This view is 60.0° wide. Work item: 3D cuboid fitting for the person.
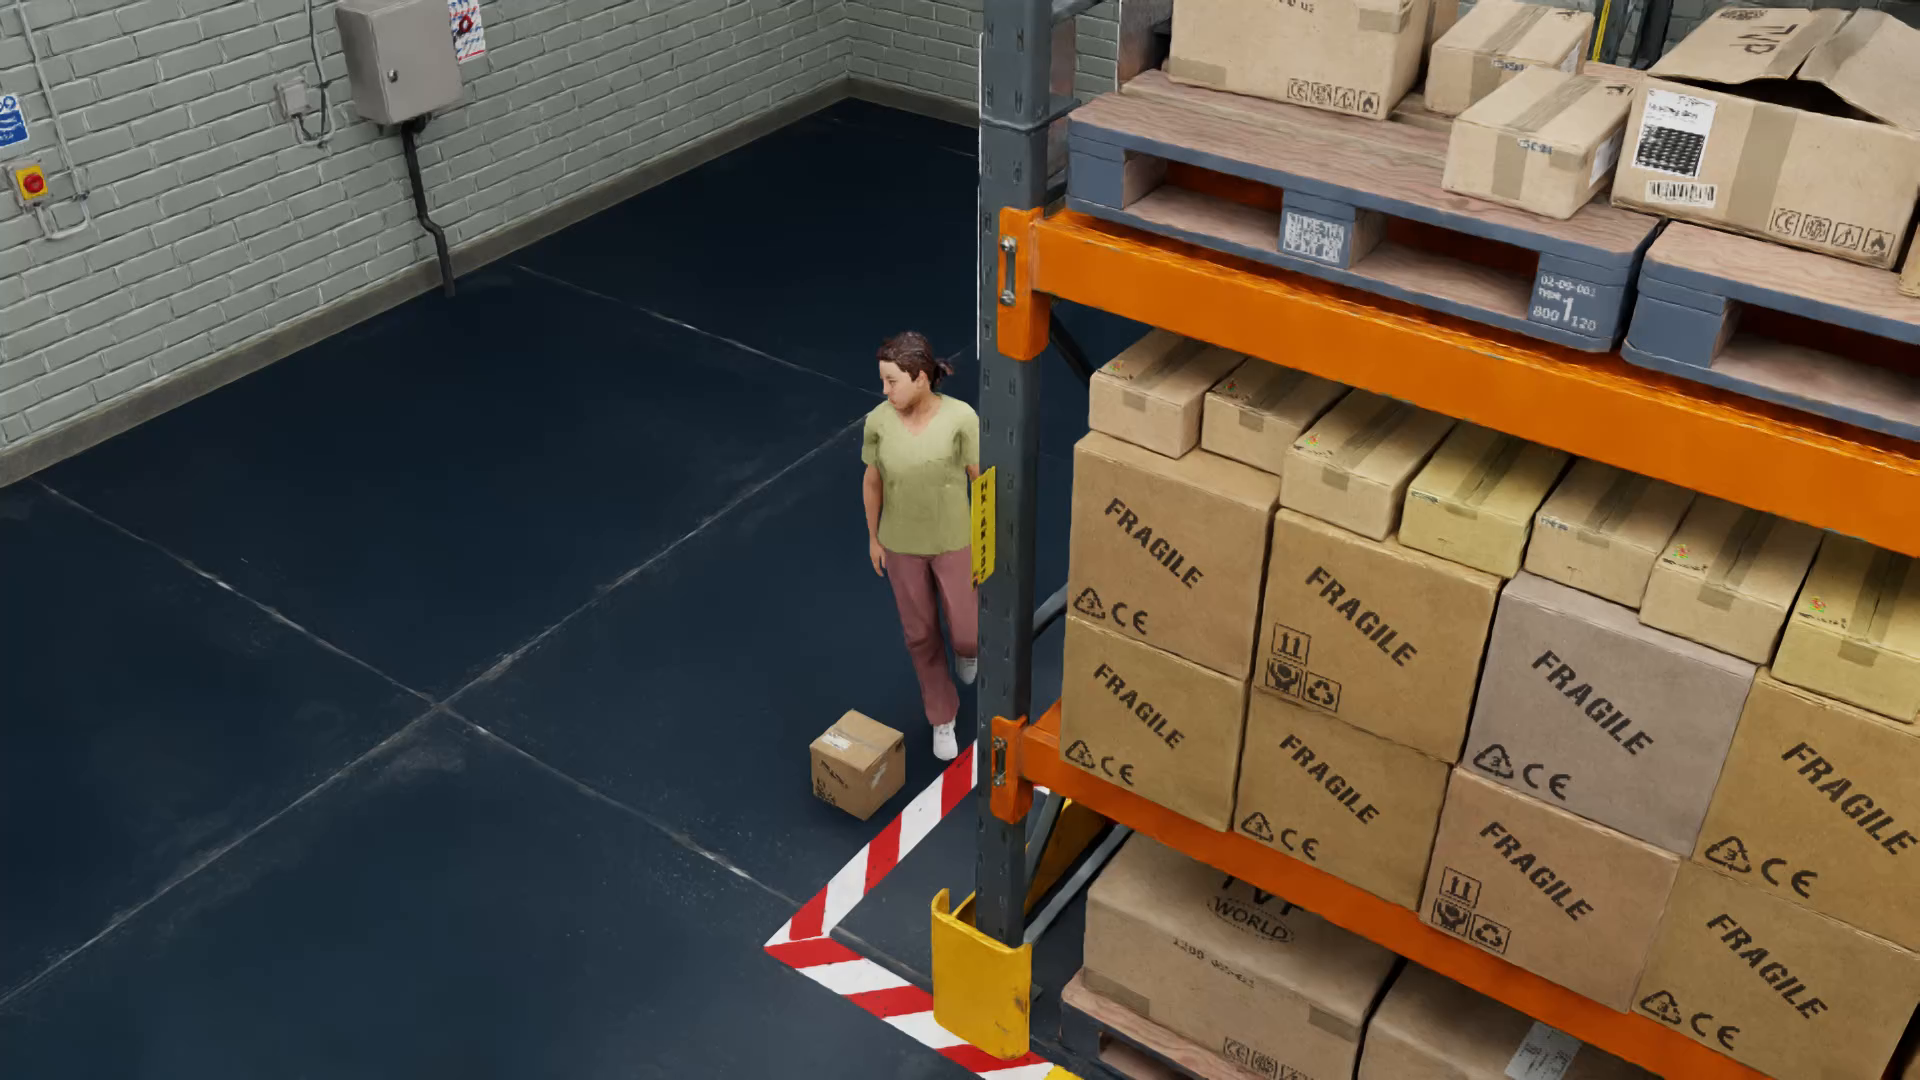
[{"bbox_3d":[-0.121,0.118,6.212,0.495,1.403,0.578,3,35,4],"label":"person"}]
